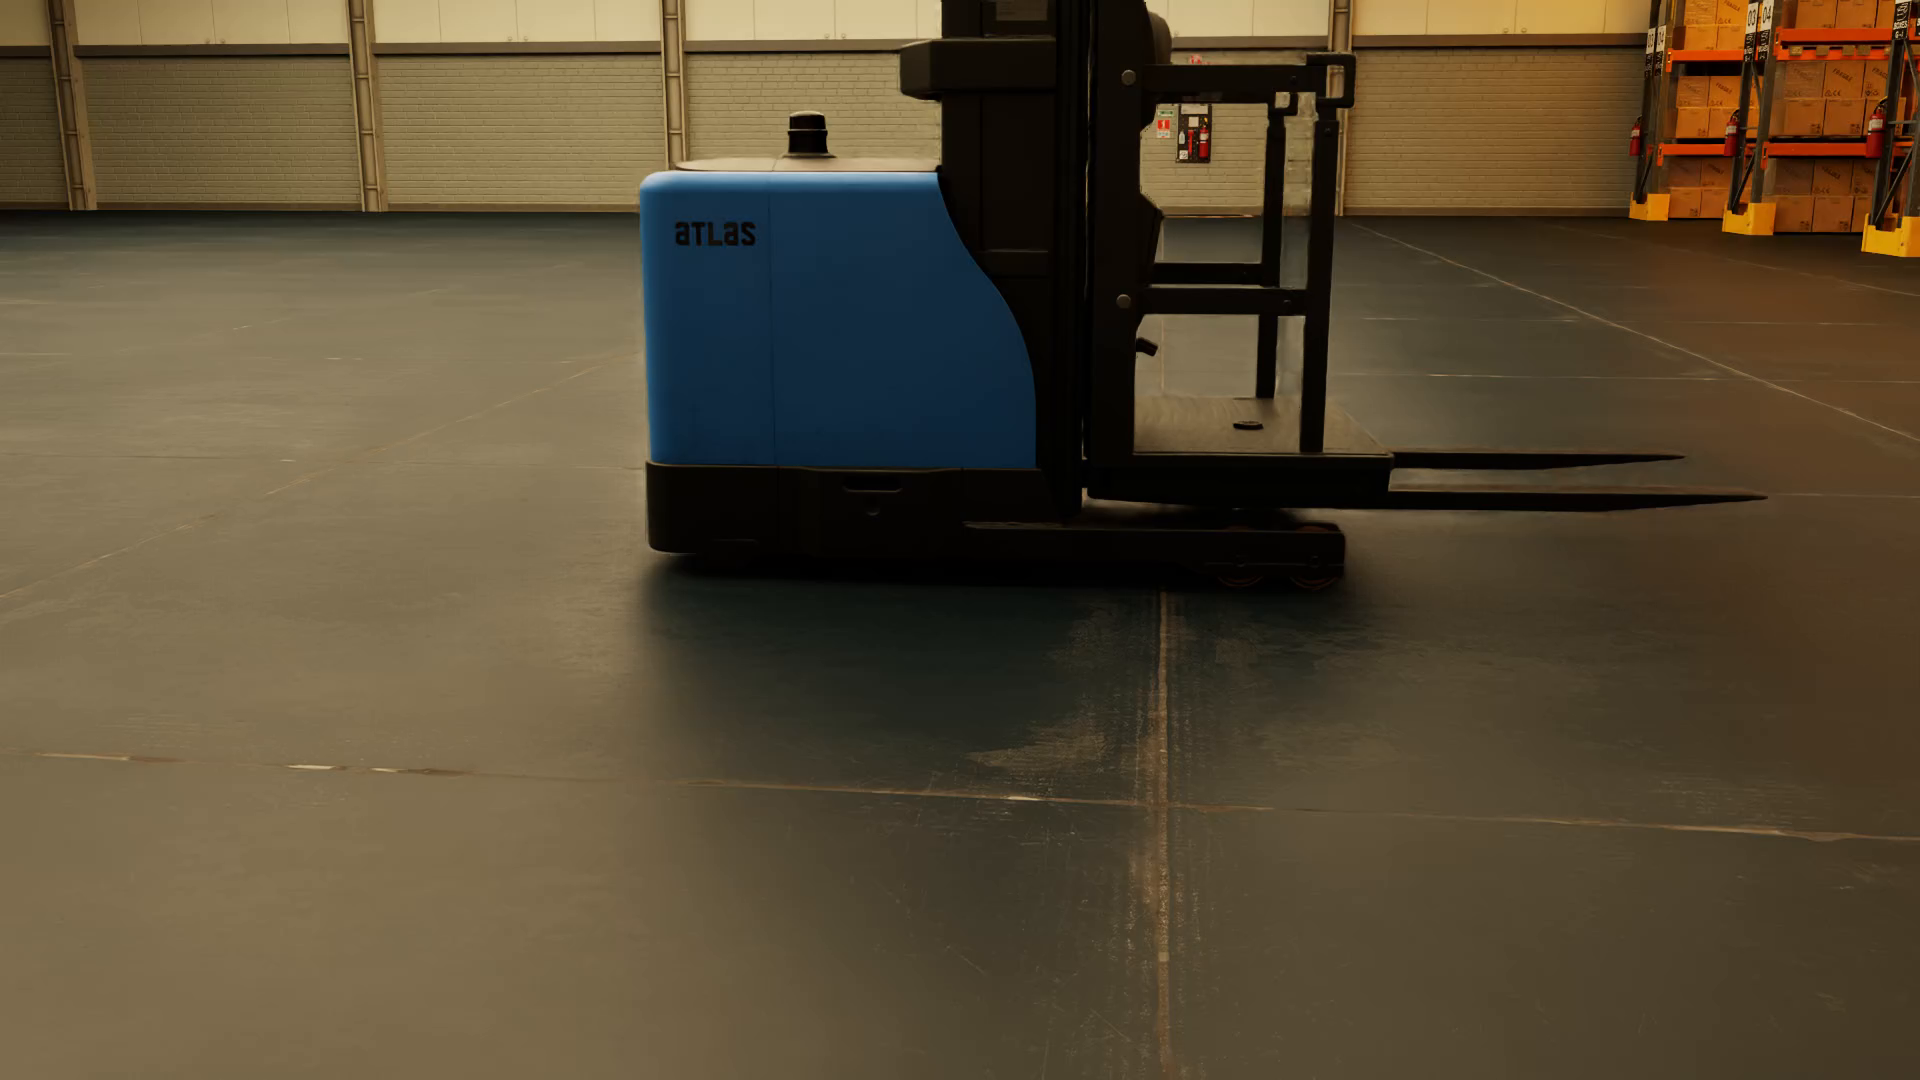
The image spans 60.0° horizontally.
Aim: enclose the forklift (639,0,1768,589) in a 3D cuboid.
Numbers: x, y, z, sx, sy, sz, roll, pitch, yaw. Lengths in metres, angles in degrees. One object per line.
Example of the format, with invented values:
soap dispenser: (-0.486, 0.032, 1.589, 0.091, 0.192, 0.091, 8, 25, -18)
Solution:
forklift: (0.681, -1.422, 4.591, 3.031, 2.935, 1.130, 1, 13, 3)
